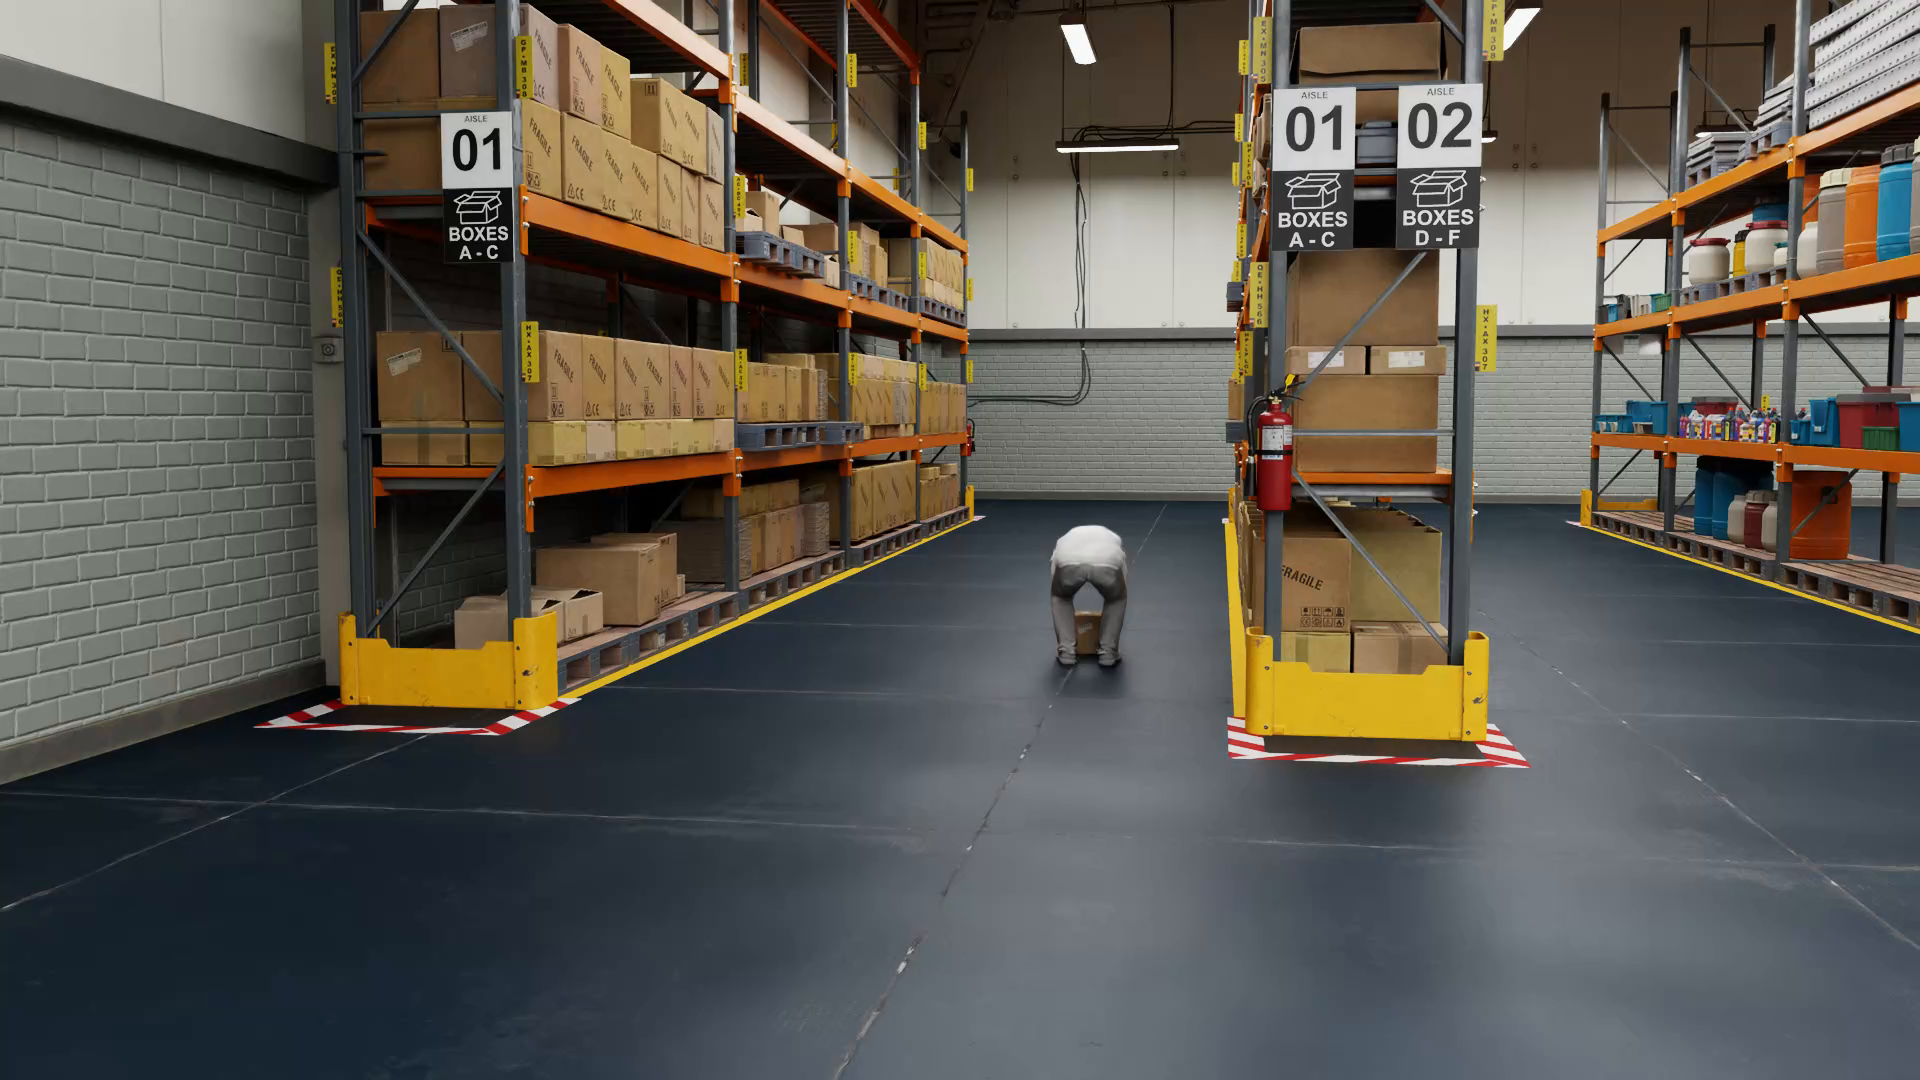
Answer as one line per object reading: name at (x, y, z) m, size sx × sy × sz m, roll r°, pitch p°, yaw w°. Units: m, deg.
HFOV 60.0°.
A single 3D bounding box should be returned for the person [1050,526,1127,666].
person at (0.838, 0.342, 10.870) m, size 0.512 × 0.897 × 0.978 m, roll 0°, pitch 4°, yaw 6°
